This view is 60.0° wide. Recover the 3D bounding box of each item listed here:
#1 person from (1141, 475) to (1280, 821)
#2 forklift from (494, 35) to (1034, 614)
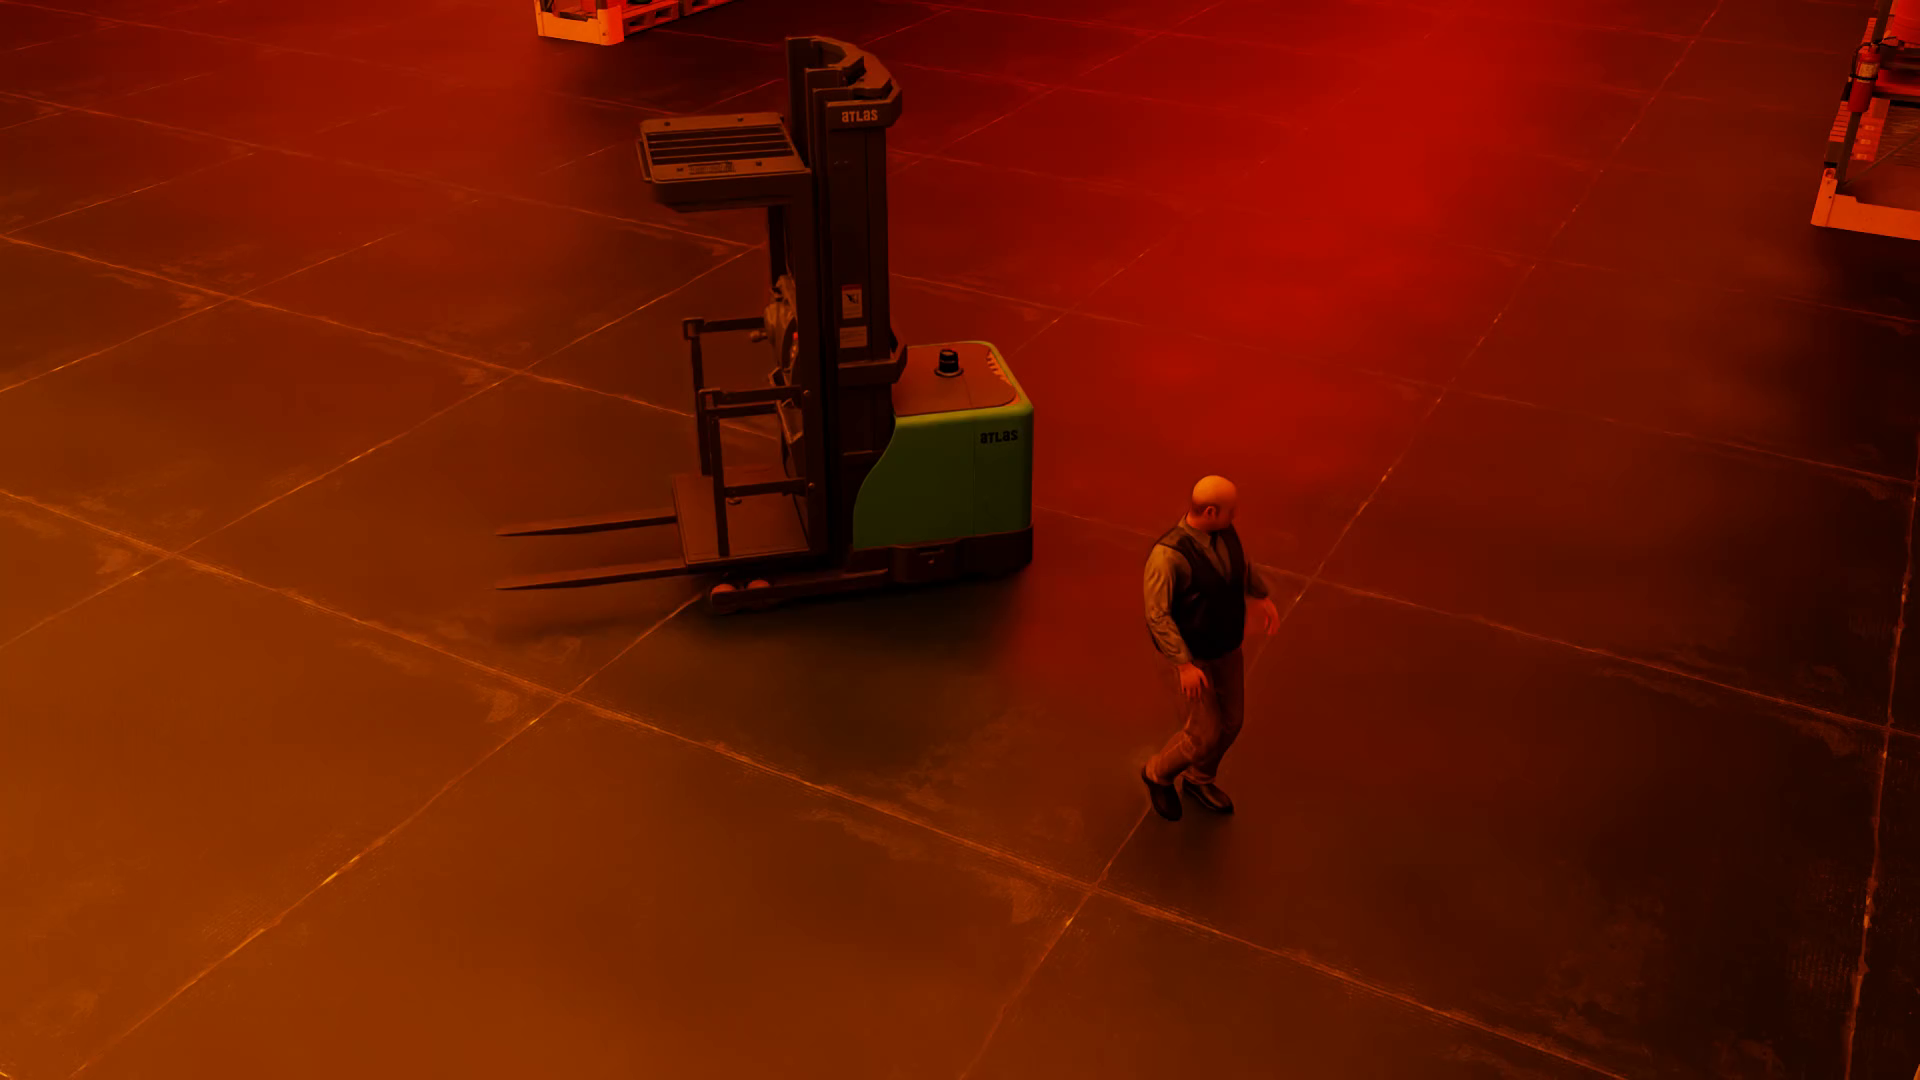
[{"bbox_3d":[1.141,0.486,7.485,0.782,1.702,0.489,-22,36,-32],"label":"person"},{"bbox_3d":[-1.151,-1.145,9.055,3.031,2.935,1.130,-7,31,-11],"label":"forklift"}]
